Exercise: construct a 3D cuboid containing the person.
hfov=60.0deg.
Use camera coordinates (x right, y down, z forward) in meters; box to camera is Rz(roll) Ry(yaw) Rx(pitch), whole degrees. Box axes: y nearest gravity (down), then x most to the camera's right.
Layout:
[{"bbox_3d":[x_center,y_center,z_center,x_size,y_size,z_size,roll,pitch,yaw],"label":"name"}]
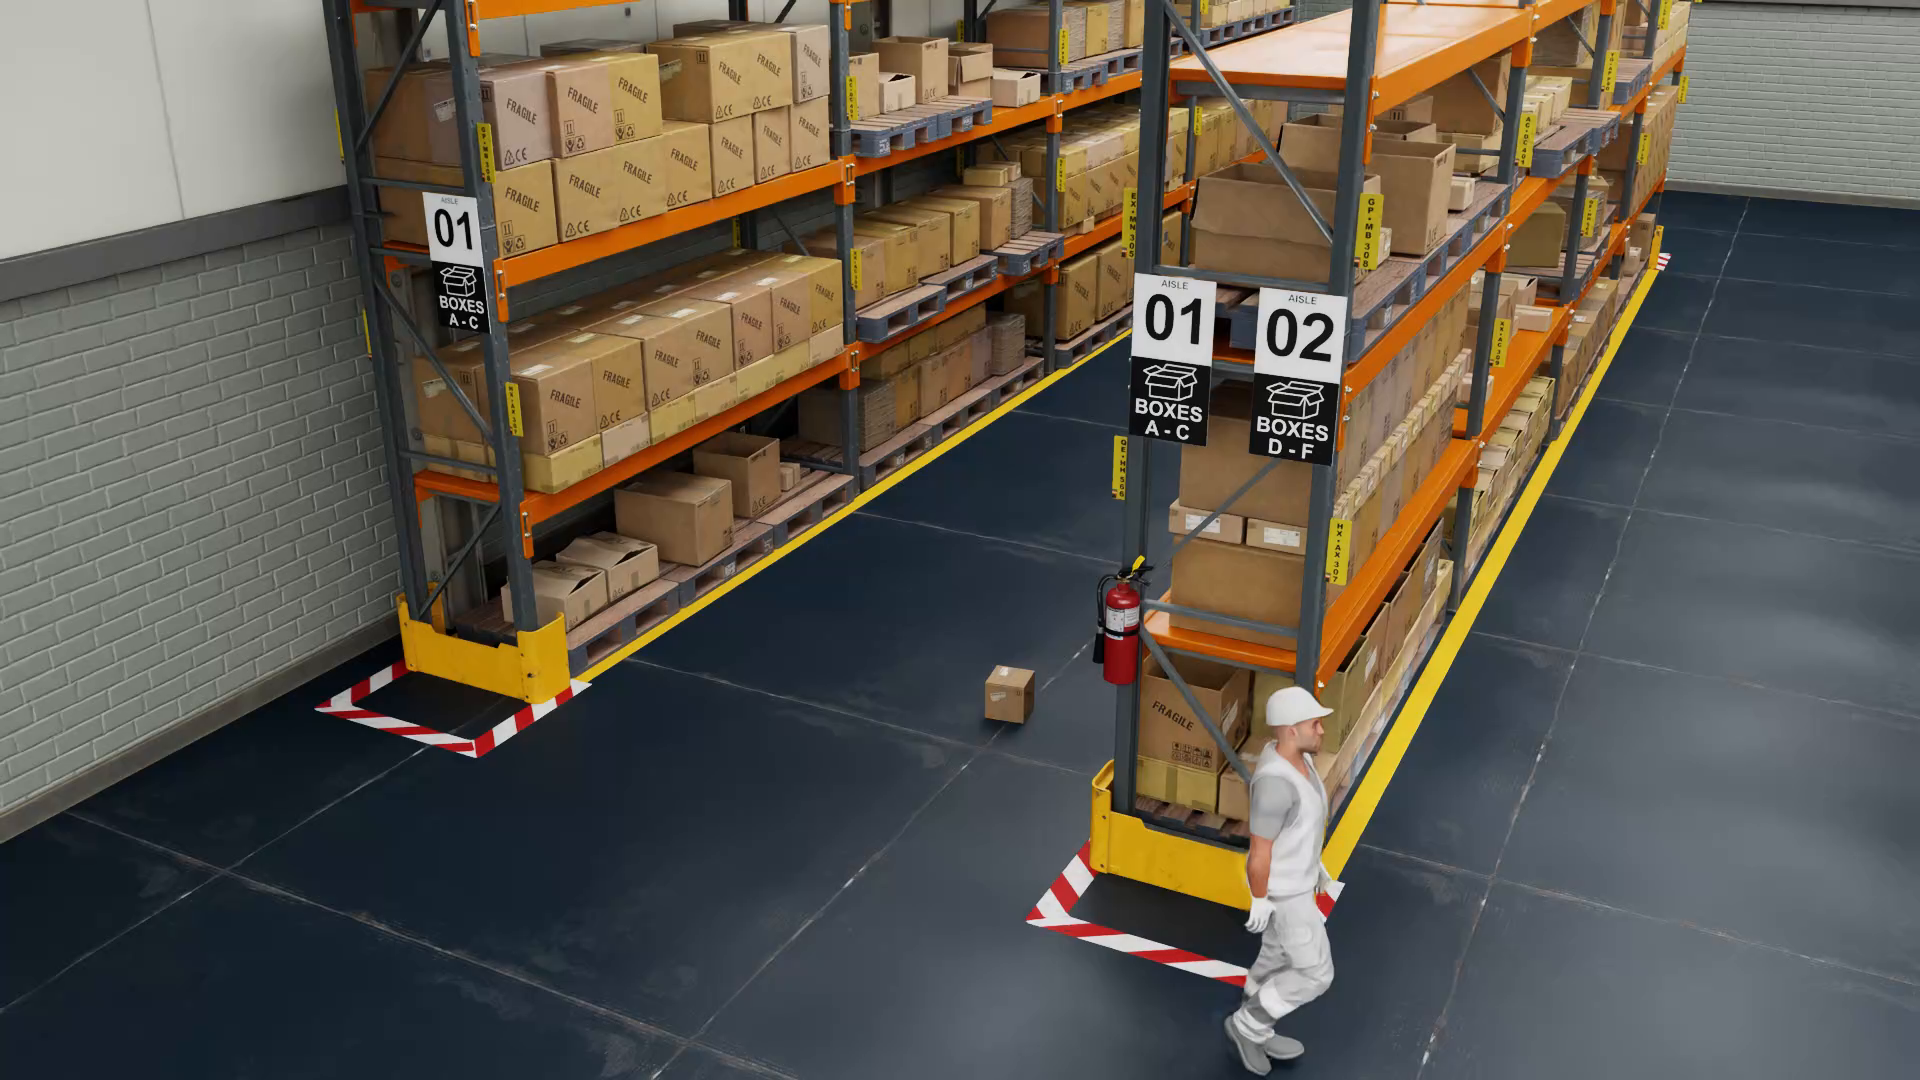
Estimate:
[{"bbox_3d":[1.426,1.470,7.141,0.447,1.785,0.541,7,24,17],"label":"person"}]
